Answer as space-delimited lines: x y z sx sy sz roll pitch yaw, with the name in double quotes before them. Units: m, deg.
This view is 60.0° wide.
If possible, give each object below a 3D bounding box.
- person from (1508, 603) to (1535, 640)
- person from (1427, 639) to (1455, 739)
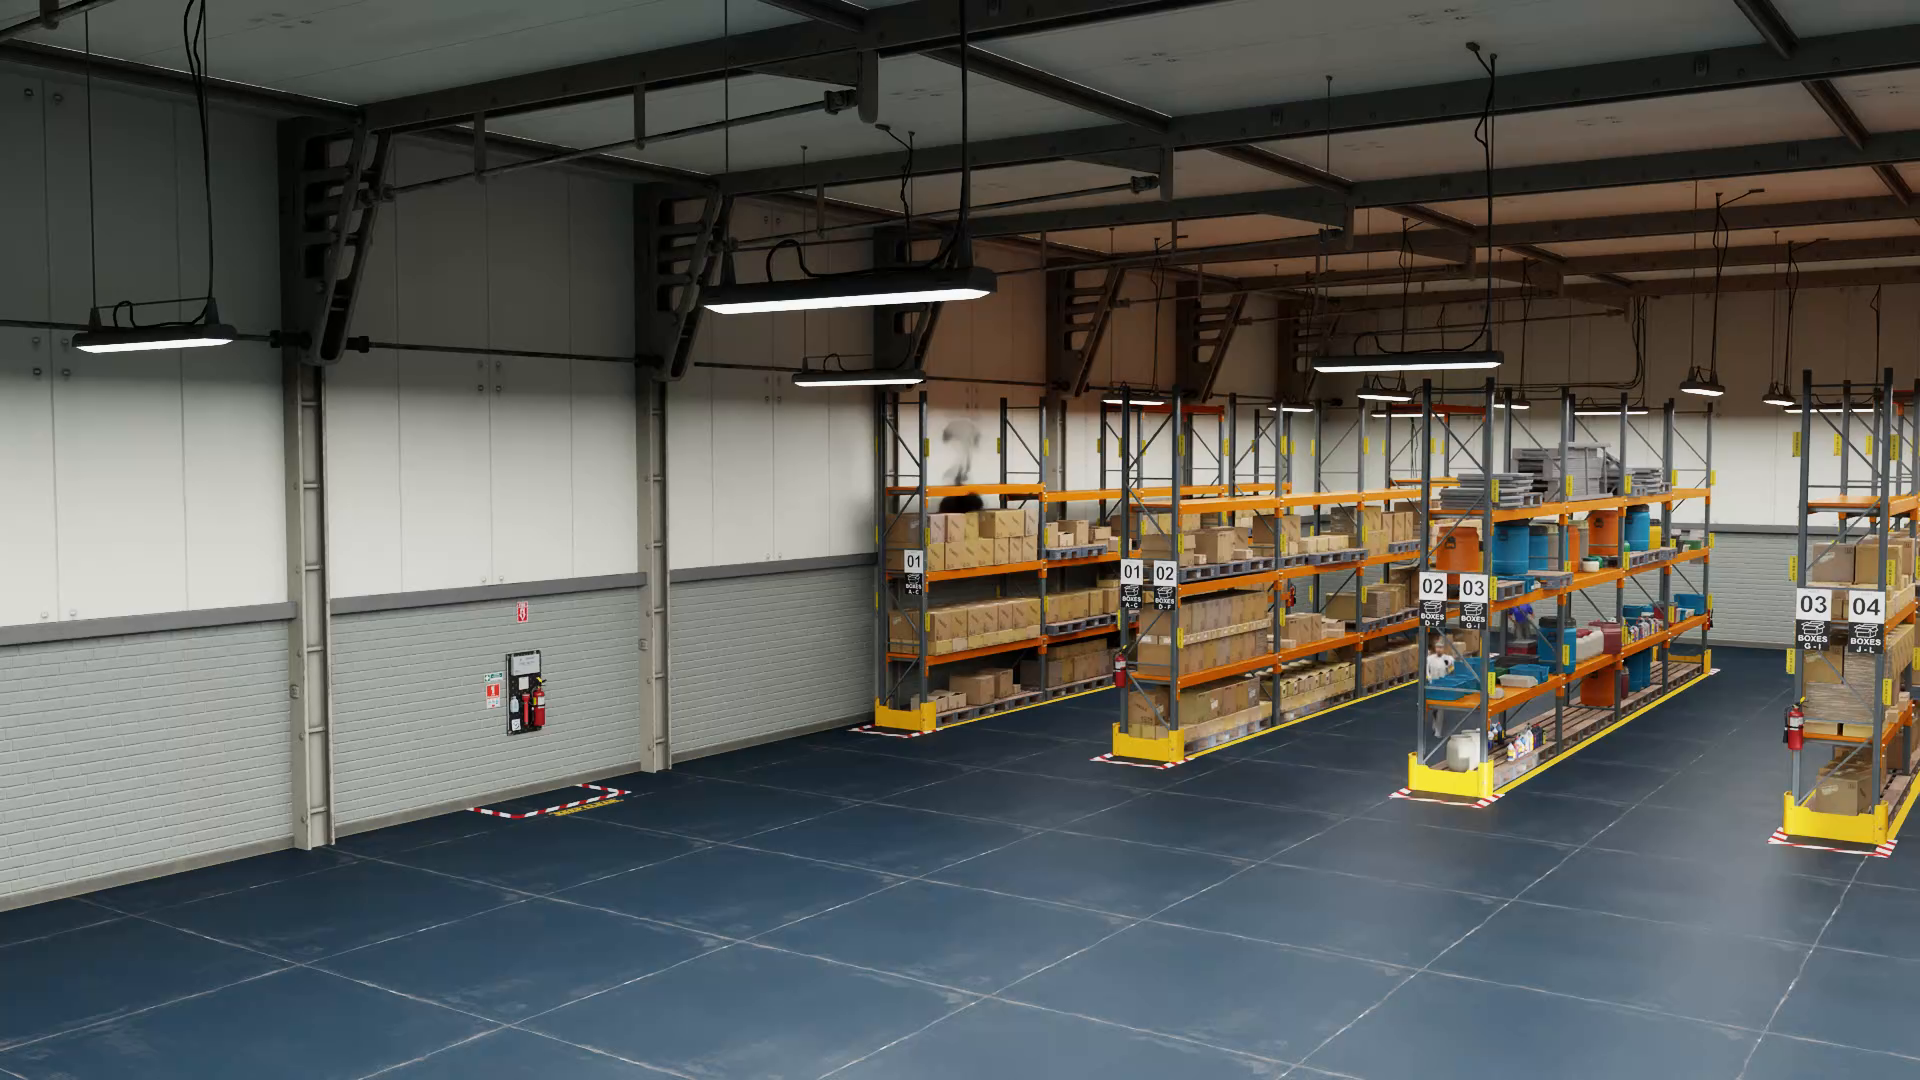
"person" 13.171 2.043 39.050 0.601 1.612 0.532 1 3 17
"person" 8.364 2.561 28.951 0.642 1.697 0.761 1 3 23
